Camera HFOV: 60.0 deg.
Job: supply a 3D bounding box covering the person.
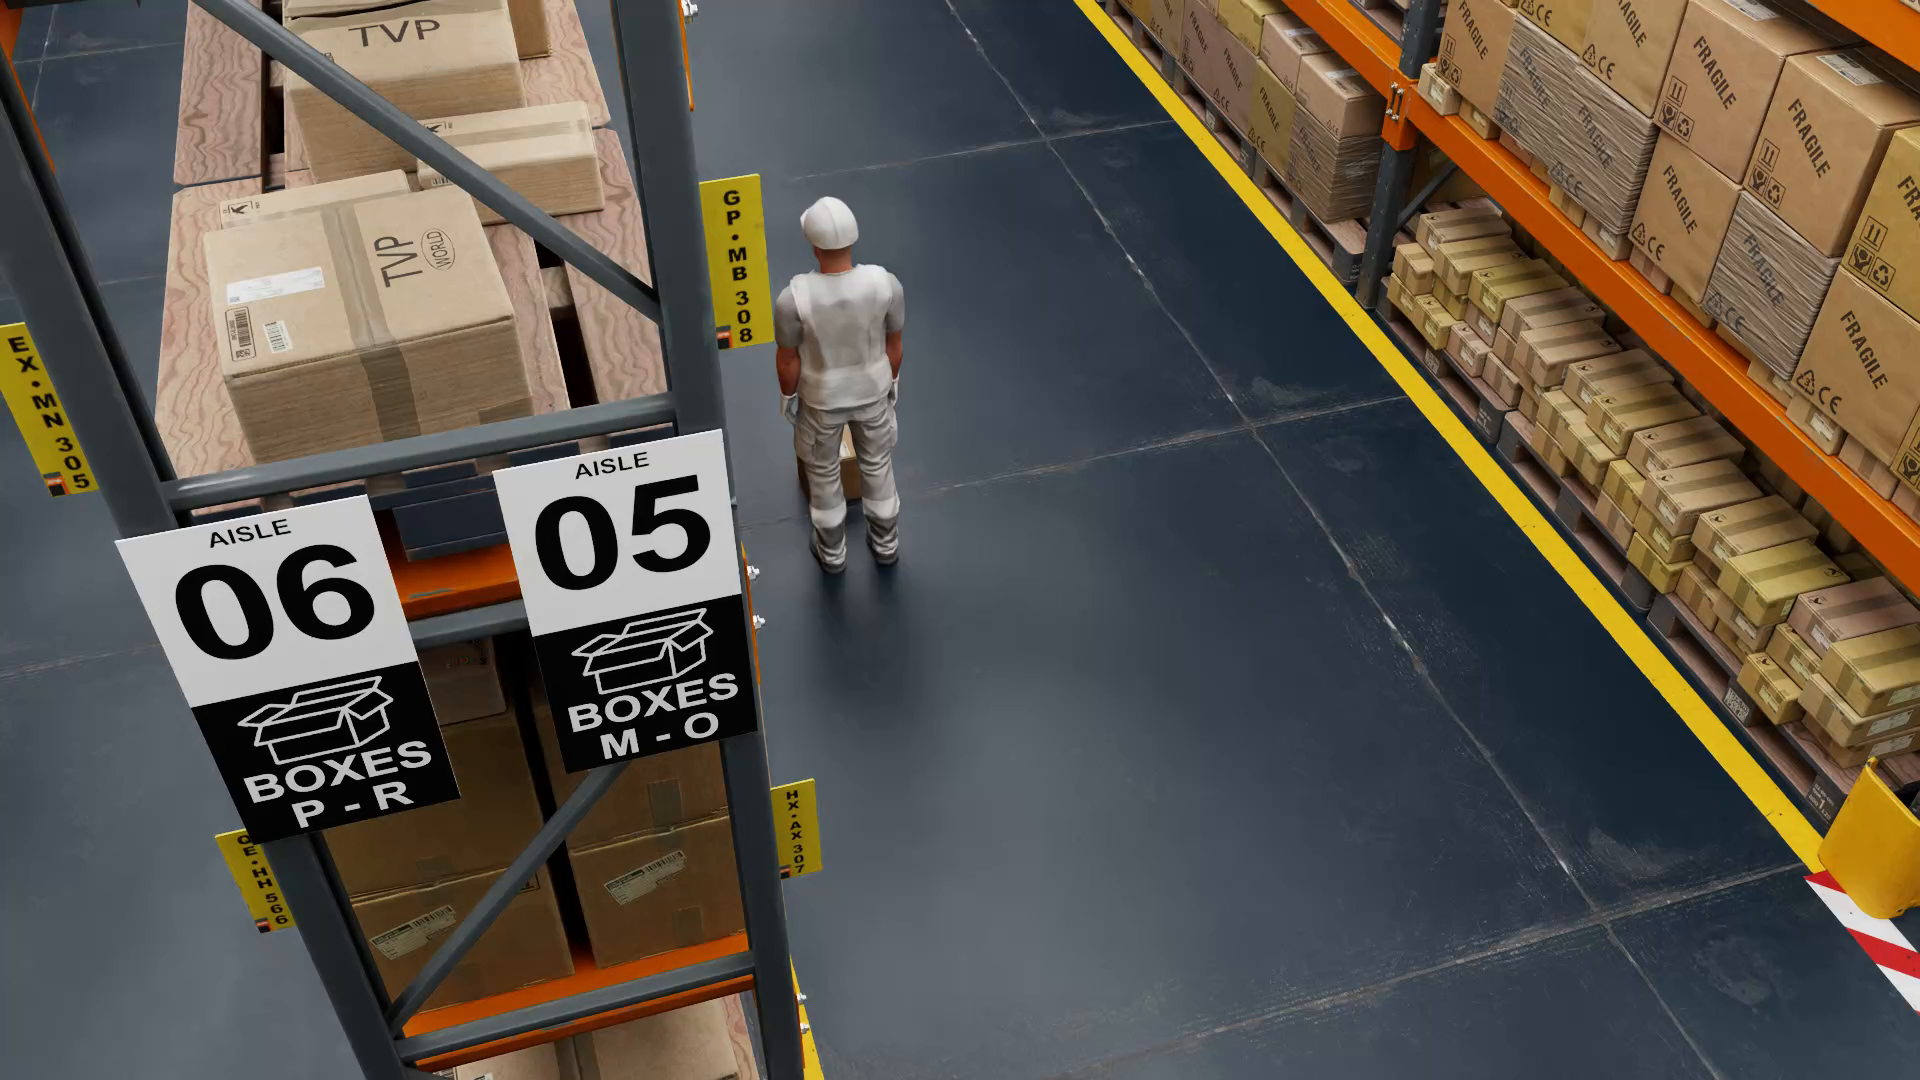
[{"bbox_3d":[-0.486,-0.608,6.824,0.526,1.782,0.342,-11,43,-12],"label":"person"}]
